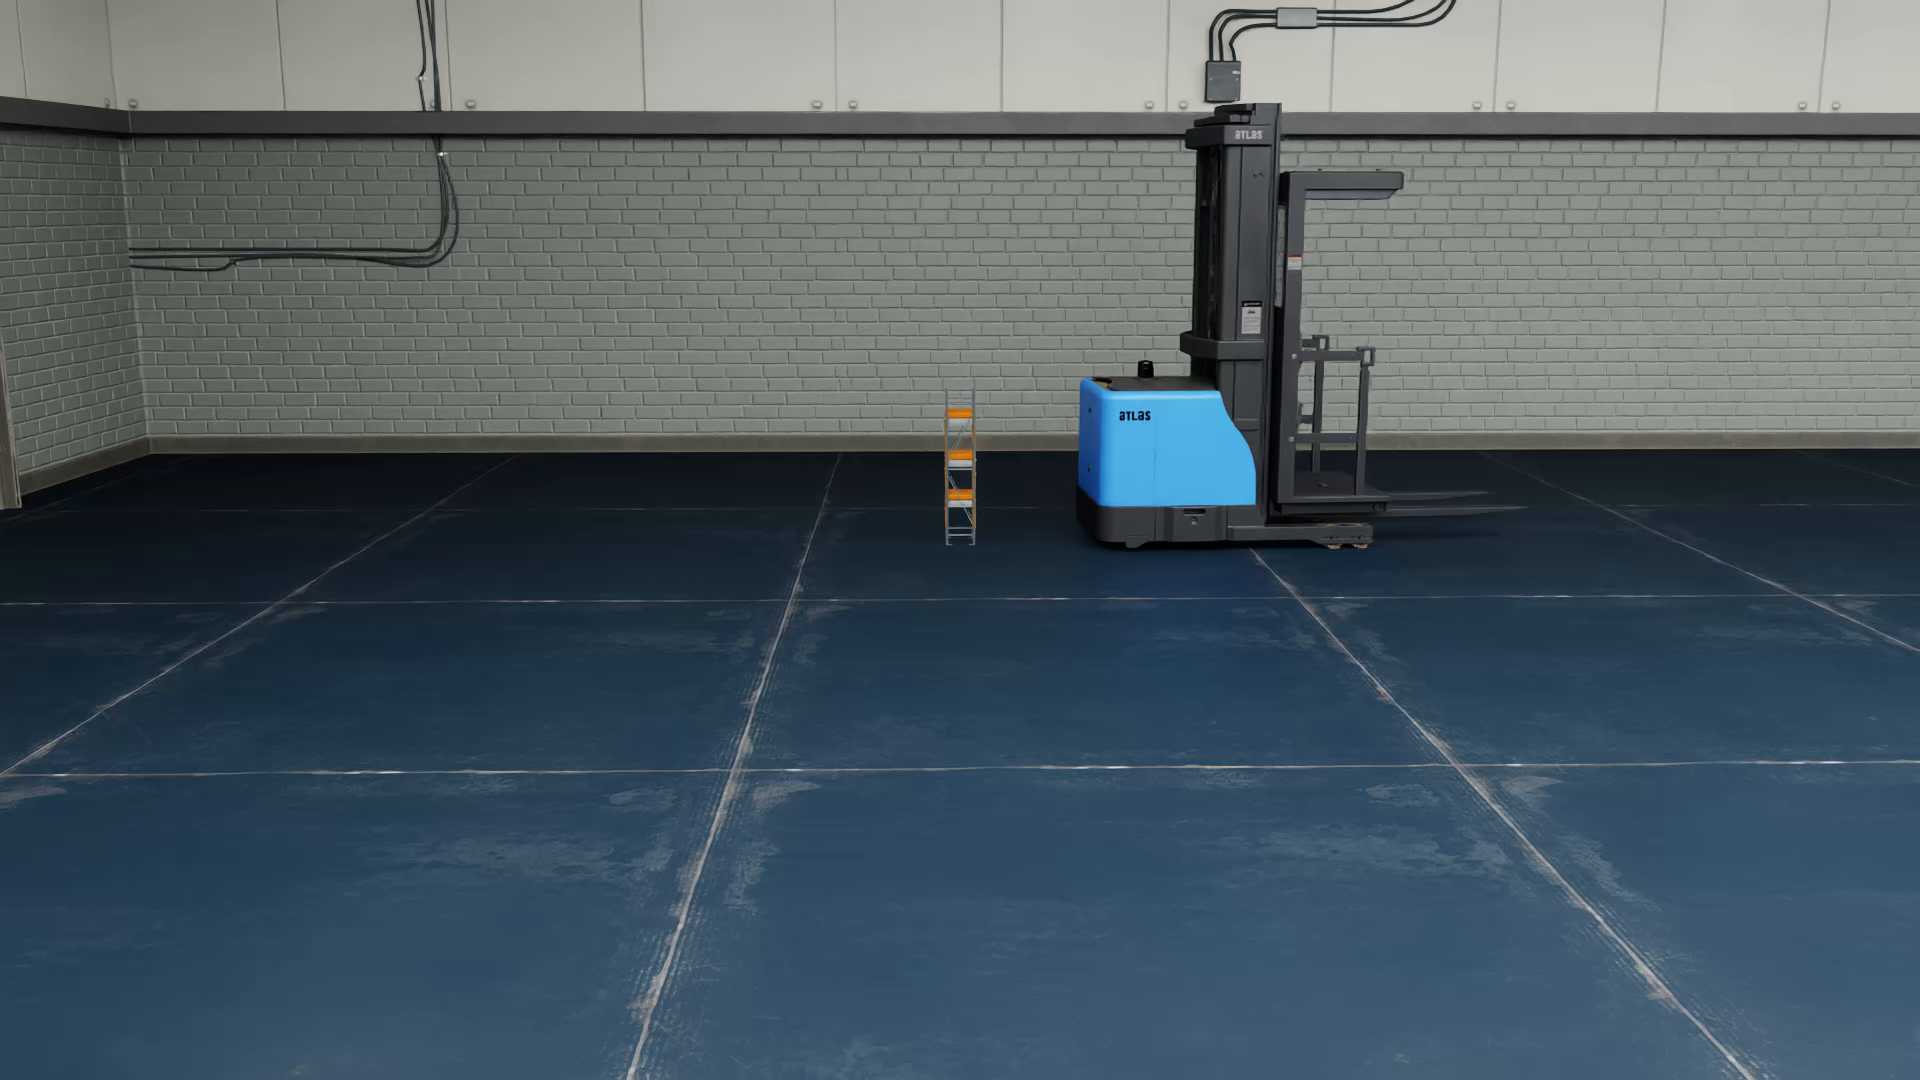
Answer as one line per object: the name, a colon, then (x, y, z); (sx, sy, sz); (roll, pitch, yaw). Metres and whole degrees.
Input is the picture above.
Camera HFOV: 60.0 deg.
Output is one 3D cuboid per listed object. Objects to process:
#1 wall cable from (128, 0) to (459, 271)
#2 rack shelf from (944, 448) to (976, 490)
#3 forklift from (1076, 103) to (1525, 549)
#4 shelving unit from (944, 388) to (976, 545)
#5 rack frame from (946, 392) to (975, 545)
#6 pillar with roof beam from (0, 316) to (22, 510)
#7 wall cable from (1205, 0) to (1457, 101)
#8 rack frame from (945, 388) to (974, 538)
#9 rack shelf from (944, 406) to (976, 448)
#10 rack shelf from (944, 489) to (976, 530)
wall cable: (-6.114, -3.695, 14.948); (3.097, 2.526, 0.112); (0, 11, -1)
rack shelf: (0.001, -0.494, 11.404); (0.215, 0.259, 0.240); (0, 11, -1)
forklift: (2.387, -1.480, 11.482); (3.031, 2.935, 1.130); (-1, 12, -5)
shelving unit: (0.001, -0.504, 11.402); (0.215, 1.050, 0.252); (0, 11, -1)
rack frame: (0.004, -0.480, 11.283); (0.200, 1.050, 0.008); (0, 11, -1)
pillar with roof beam: (-3.071, -4.643, 11.813); (9.100, 9.000, 0.400); (0, 11, -1)
wall cable: (3.378, -6.919, 14.478); (2.305, 6.003, 0.169); (0, 11, -1)
rack frame: (-0.001, -0.528, 11.522); (0.200, 1.050, 0.008); (0, 11, -1)
rack shelf: (0.001, -0.772, 11.348); (0.215, 0.259, 0.240); (0, 11, -1)
rack shelf: (0.001, -0.221, 11.460); (0.215, 0.259, 0.240); (0, 11, -1)
